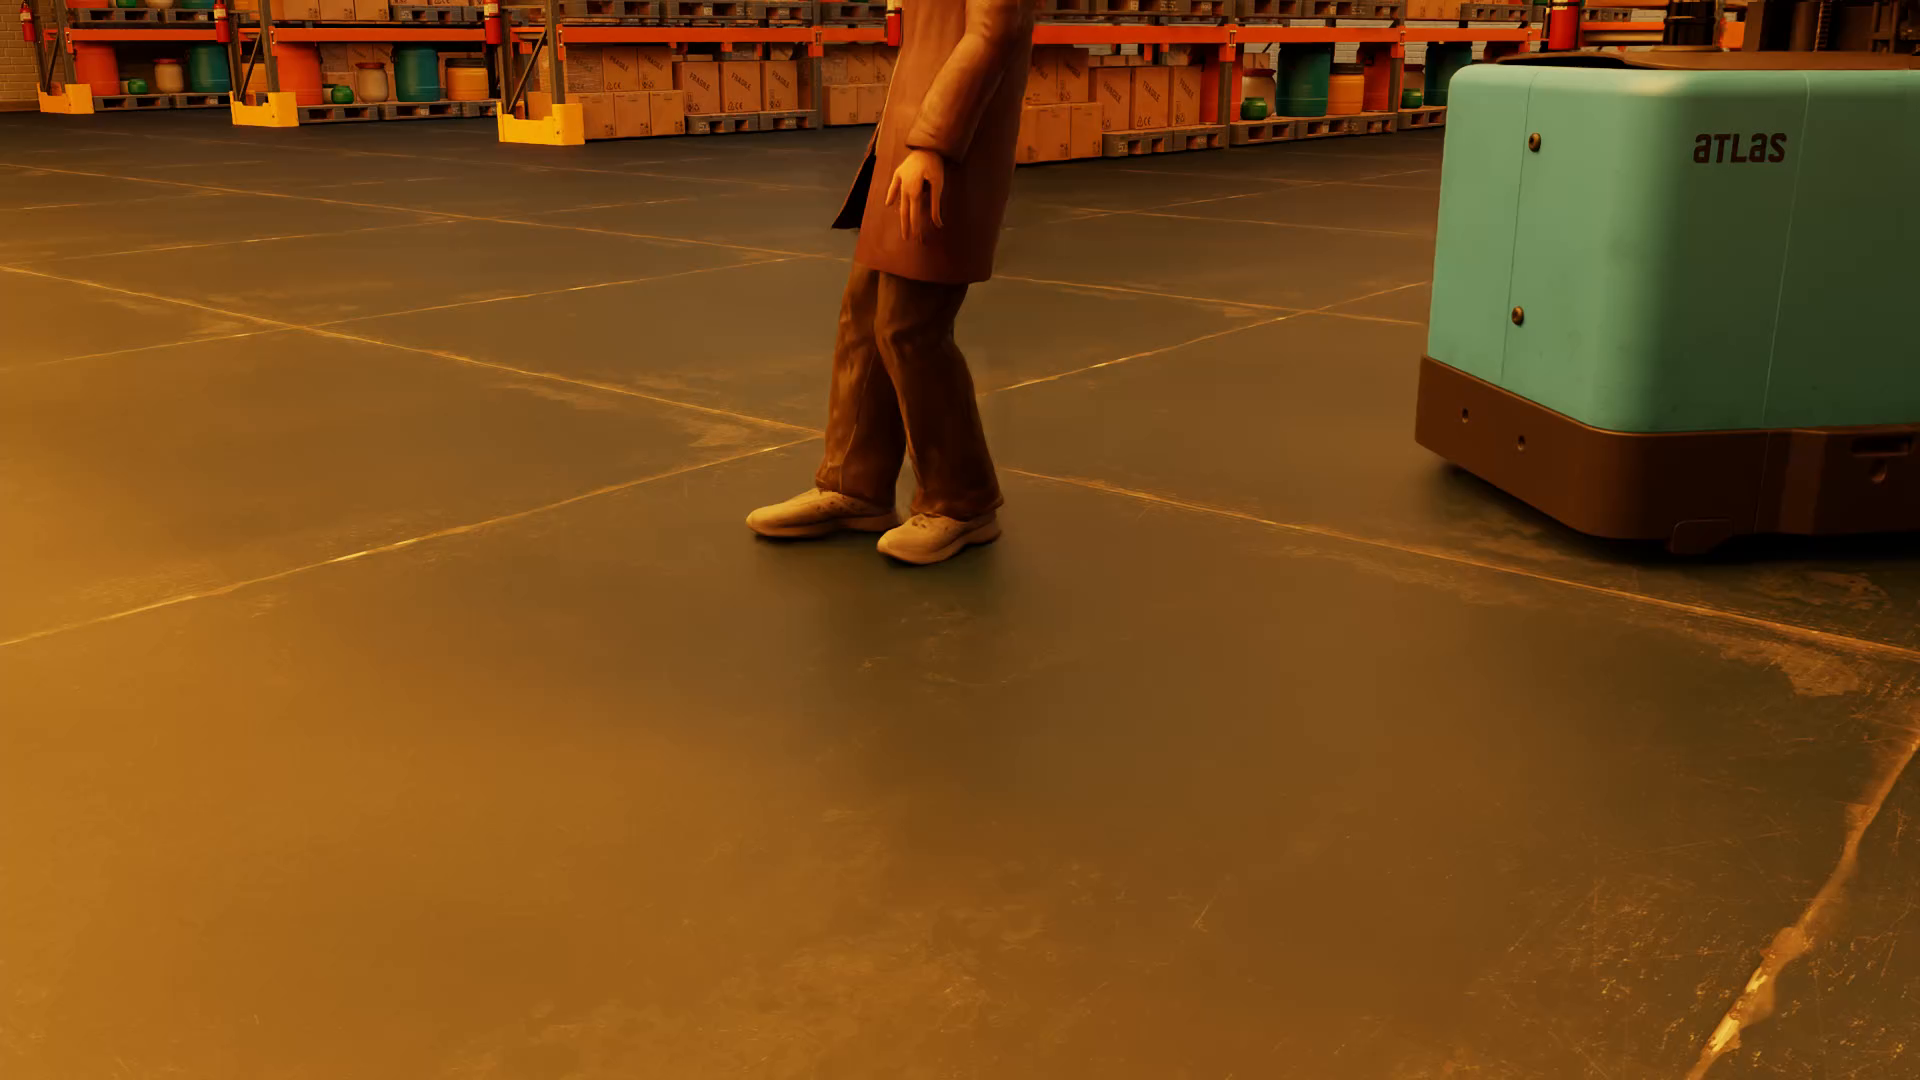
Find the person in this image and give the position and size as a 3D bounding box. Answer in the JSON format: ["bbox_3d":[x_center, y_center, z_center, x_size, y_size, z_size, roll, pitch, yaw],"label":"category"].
[{"bbox_3d":[-0.171,-0.828,3.657,0.658,1.769,0.726,-2,17,-6],"label":"person"}]

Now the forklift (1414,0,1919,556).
[{"bbox_3d":[2.819,-1.549,3.998,3.031,2.935,1.130,-3,17,-9],"label":"forklift"}]
